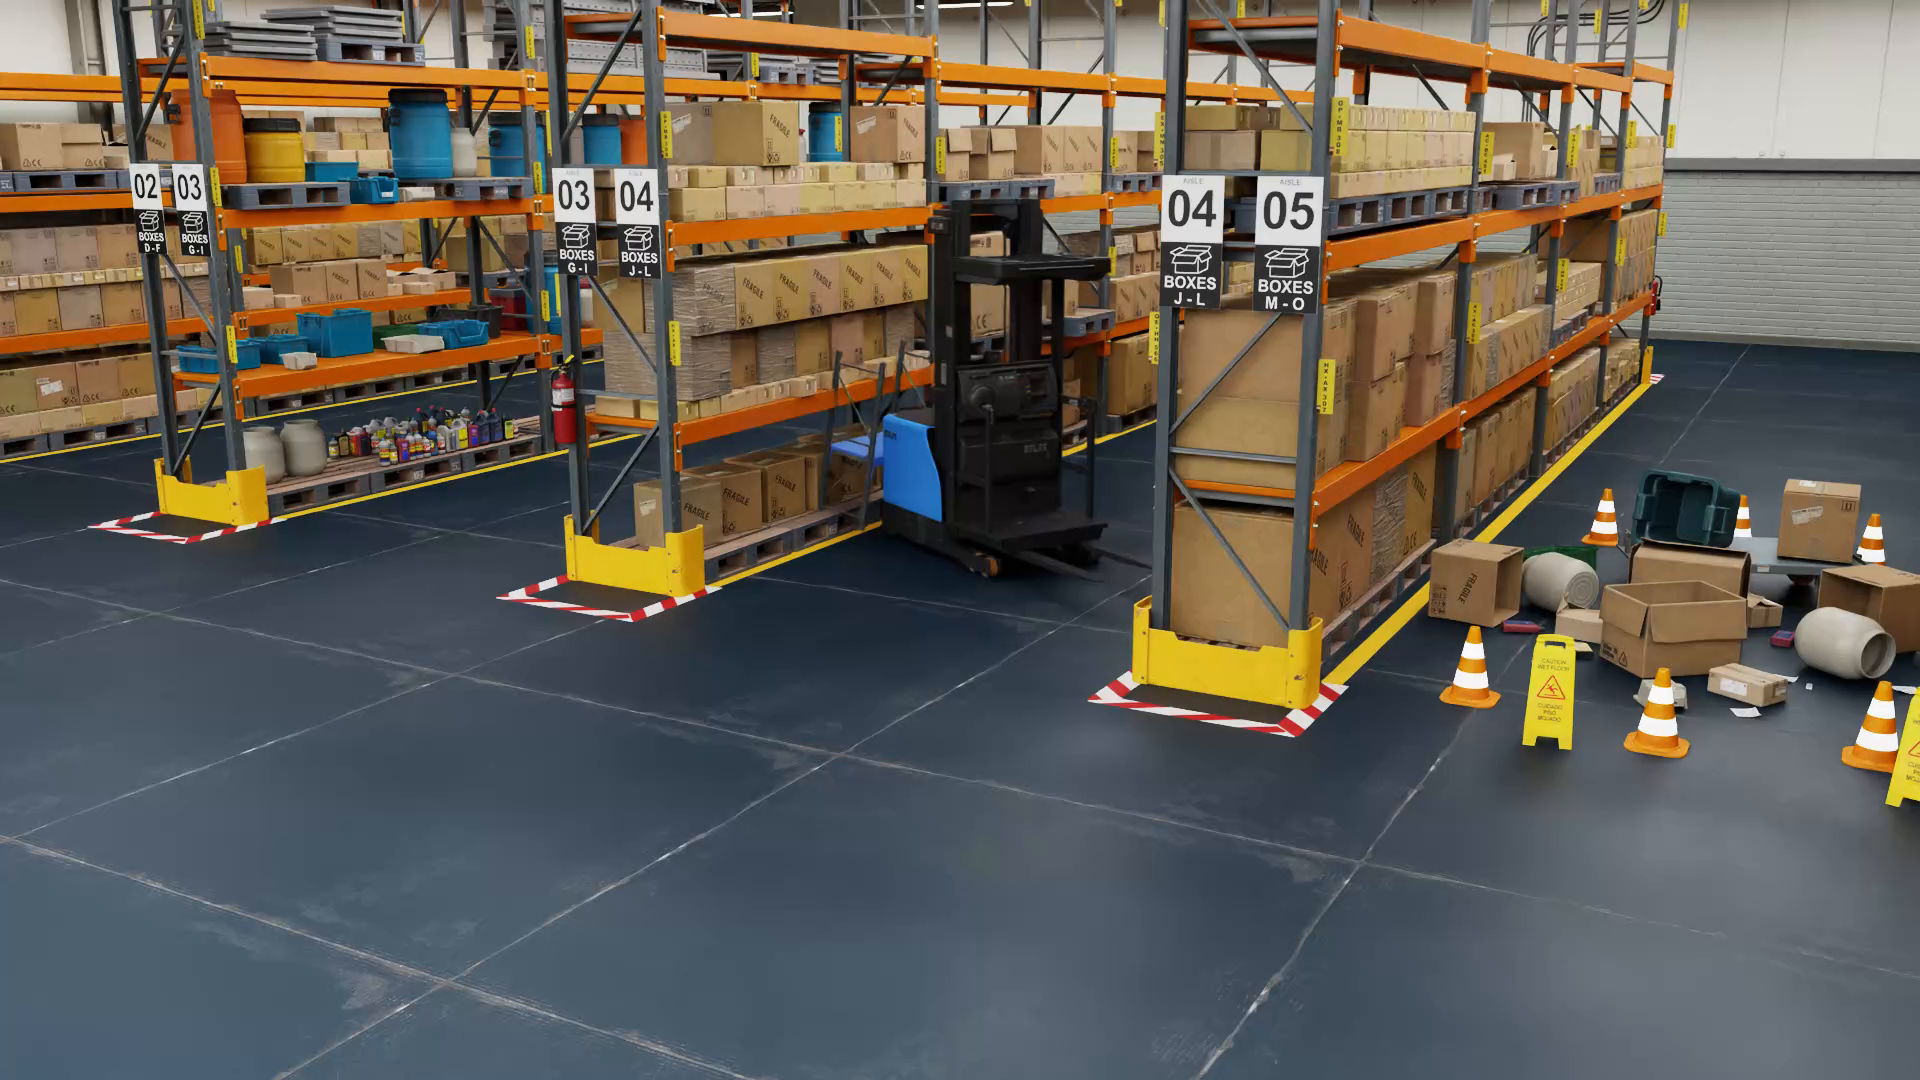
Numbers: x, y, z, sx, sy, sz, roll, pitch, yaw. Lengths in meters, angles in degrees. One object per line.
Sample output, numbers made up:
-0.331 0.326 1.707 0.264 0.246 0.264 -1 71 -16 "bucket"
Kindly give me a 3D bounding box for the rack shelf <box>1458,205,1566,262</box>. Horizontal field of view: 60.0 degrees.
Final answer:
4.598 -2.858 15.125 1.077 0.370 4.000 7 15 28 "rack shelf"

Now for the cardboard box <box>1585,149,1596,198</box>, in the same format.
6.546 -3.961 17.948 0.500 0.500 0.500 7 15 28 "cardboard box"

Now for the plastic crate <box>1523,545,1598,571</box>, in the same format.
4.694 0.184 13.249 0.662 0.188 0.450 -8 6 -30 "plastic crate"

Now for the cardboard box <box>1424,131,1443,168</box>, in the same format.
3.130 -2.786 11.866 0.500 0.250 0.500 7 15 28 "cardboard box"

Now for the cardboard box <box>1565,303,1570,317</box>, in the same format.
6.473 -2.532 18.276 0.380 0.149 0.250 8 16 30 "cardboard box"

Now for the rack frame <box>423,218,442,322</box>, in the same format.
-9.803 -5.247 29.898 1.000 3.000 0.127 7 15 28 "rack frame"

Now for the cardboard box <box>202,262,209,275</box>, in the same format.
-9.276 -3.329 20.346 0.380 0.149 0.250 7 15 28 "cardboard box"

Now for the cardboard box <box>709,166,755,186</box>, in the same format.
-1.842 -2.867 13.094 0.380 0.149 0.250 8 16 30 "cardboard box"

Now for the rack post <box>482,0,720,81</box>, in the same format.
-4.121 -5.911 19.424 1.013 1.000 3.121 7 15 28 "rack post"

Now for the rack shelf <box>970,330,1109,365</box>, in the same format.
0.305 -1.983 17.893 1.077 0.370 4.000 7 15 28 "rack shelf"

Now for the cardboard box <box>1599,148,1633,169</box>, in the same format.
7.941 -4.681 20.402 0.500 0.250 0.500 8 16 30 "cardboard box"

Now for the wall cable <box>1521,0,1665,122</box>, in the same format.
10.890 -9.634 28.431 2.277 5.999 0.120 7 15 28 "wall cable"

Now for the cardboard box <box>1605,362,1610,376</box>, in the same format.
8.031 -2.185 21.115 0.380 0.149 0.250 8 16 31 "cardboard box"

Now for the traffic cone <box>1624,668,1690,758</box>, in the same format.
4.022 0.964 9.547 0.336 0.463 0.334 7 15 28 "traffic cone"

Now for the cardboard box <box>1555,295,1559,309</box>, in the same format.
6.103 -2.519 17.588 0.380 0.149 0.250 8 16 31 "cardboard box"

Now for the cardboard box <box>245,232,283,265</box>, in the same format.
-11.278 -4.700 26.739 0.500 0.500 0.500 8 16 30 "cardboard box"

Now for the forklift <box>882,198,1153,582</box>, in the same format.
0.509 -1.247 13.453 1.130 2.935 3.031 -8 16 -31 "forklift"

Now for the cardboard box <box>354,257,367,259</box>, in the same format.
-10.371 -4.778 28.444 0.380 0.149 0.250 7 15 26 "cardboard box"

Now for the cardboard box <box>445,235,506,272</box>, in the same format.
-7.193 -4.261 24.698 0.700 0.500 0.500 2 14 9 "cardboard box"

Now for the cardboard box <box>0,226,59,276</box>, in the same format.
-10.511 -3.221 18.514 0.700 0.500 0.500 7 15 28 "cardboard box"

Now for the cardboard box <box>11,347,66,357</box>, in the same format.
-13.329 -2.757 23.966 0.700 0.500 0.500 8 16 30 "cardboard box"

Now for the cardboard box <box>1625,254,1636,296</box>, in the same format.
8.466 -3.449 21.591 0.500 0.500 0.500 7 15 27 "cardboard box"

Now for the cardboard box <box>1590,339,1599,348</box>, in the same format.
8.853 -2.770 23.540 0.380 0.149 0.250 8 16 29 "cardboard box"

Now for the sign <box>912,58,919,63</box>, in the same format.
-0.650 -6.877 24.304 0.100 0.325 0.005 7 15 28 "sign"

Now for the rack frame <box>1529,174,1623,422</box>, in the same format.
7.498 -2.981 20.498 1.000 3.000 0.127 7 15 28 "rack frame"

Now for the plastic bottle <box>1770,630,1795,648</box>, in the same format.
5.747 0.681 11.577 0.133 0.061 0.283 11 17 38 "plastic bottle"

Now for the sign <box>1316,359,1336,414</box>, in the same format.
2.180 -0.914 9.909 0.100 0.325 0.005 7 15 28 "sign"

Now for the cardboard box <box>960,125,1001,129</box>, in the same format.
0.334 -4.218 17.949 0.500 0.500 0.500 7 15 26 "cardboard box"

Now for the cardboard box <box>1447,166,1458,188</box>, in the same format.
3.489 -2.713 12.411 0.380 0.149 0.250 8 16 29 "cardboard box"

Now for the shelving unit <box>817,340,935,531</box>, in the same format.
-0.689 -0.954 14.863 0.538 1.500 1.048 18 19 27 "shelving unit"

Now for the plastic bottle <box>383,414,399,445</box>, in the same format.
-6.048 -1.165 17.679 0.144 0.351 0.185 7 15 28 "plastic bottle"

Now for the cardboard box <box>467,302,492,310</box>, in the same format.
-7.128 -3.460 25.279 0.500 0.250 0.500 8 16 30 "cardboard box"

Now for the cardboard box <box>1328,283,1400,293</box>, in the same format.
2.628 -1.535 11.876 0.875 0.550 0.500 7 15 28 "cardboard box"

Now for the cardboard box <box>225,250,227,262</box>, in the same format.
-11.955 -4.591 26.026 0.700 0.500 0.500 5 15 21 "cardboard box"

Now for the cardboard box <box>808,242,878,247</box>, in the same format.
-1.102 -2.538 15.680 0.500 0.500 0.500 7 15 28 "cardboard box"

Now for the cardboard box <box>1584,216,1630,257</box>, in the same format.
8.167 -3.833 21.052 0.500 0.500 0.500 7 15 26 "cardboard box"

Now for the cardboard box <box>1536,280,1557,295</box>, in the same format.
6.085 -2.660 17.537 0.380 0.149 0.250 7 15 27 "cardboard box"

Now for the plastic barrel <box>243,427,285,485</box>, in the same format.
-6.680 -0.801 15.869 0.421 0.512 0.421 0 14 0 "plastic barrel"

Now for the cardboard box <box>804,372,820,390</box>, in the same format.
-1.435 -1.374 14.369 0.380 0.149 0.250 7 15 28 "cardboard box"

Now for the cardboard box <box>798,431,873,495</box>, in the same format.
-1.161 -0.715 15.538 0.500 0.500 0.500 -12 18 -41 "cardboard box"

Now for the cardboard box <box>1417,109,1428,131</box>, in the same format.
2.999 -2.893 11.460 0.380 0.149 0.250 8 16 29 "cardboard box"

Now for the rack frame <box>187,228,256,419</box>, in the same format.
-9.332 -3.045 20.766 1.000 3.000 0.127 7 15 28 "rack frame"

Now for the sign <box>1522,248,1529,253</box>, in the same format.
7.020 -3.462 20.645 0.100 0.325 0.005 7 15 28 "sign"

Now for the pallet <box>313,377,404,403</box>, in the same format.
-8.421 -2.097 22.780 1.003 0.211 1.213 7 15 28 "pallet"

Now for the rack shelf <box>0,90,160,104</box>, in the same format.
-12.704 -6.389 24.220 1.077 0.370 4.000 7 15 28 "rack shelf"

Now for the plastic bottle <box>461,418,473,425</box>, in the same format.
-5.292 -1.181 17.904 0.152 0.276 0.135 7 15 28 "plastic bottle"

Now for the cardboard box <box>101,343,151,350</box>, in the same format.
-10.065 -2.114 20.274 0.500 0.500 0.500 7 15 28 "cardboard box"

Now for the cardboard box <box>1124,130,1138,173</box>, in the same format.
1.844 -4.774 20.427 0.500 0.500 0.500 8 16 31 "cardboard box"

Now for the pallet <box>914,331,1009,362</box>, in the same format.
-0.165 -1.969 16.711 1.003 0.211 1.213 7 15 28 "pallet"

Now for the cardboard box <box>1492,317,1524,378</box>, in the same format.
4.854 -1.776 15.285 0.500 0.500 0.500 8 16 29 "cardboard box"

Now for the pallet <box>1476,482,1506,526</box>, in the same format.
4.527 -0.402 15.751 1.003 0.211 1.213 7 15 28 "pallet"

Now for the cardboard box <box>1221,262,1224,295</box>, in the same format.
3.218 -3.485 22.377 0.500 0.500 0.500 7 15 28 "cardboard box"

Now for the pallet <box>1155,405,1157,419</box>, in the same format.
2.309 -1.790 21.507 1.003 0.211 1.213 7 15 28 "pallet"

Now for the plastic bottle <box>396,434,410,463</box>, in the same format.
-5.657 -0.937 16.878 0.061 0.283 0.133 8 16 29 "plastic bottle"

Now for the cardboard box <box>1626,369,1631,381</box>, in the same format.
8.945 -2.268 22.727 0.380 0.149 0.250 7 15 26 "cardboard box"

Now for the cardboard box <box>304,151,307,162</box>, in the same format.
-8.763 -4.873 21.371 0.500 0.250 0.500 6 15 23 "cardboard box"
